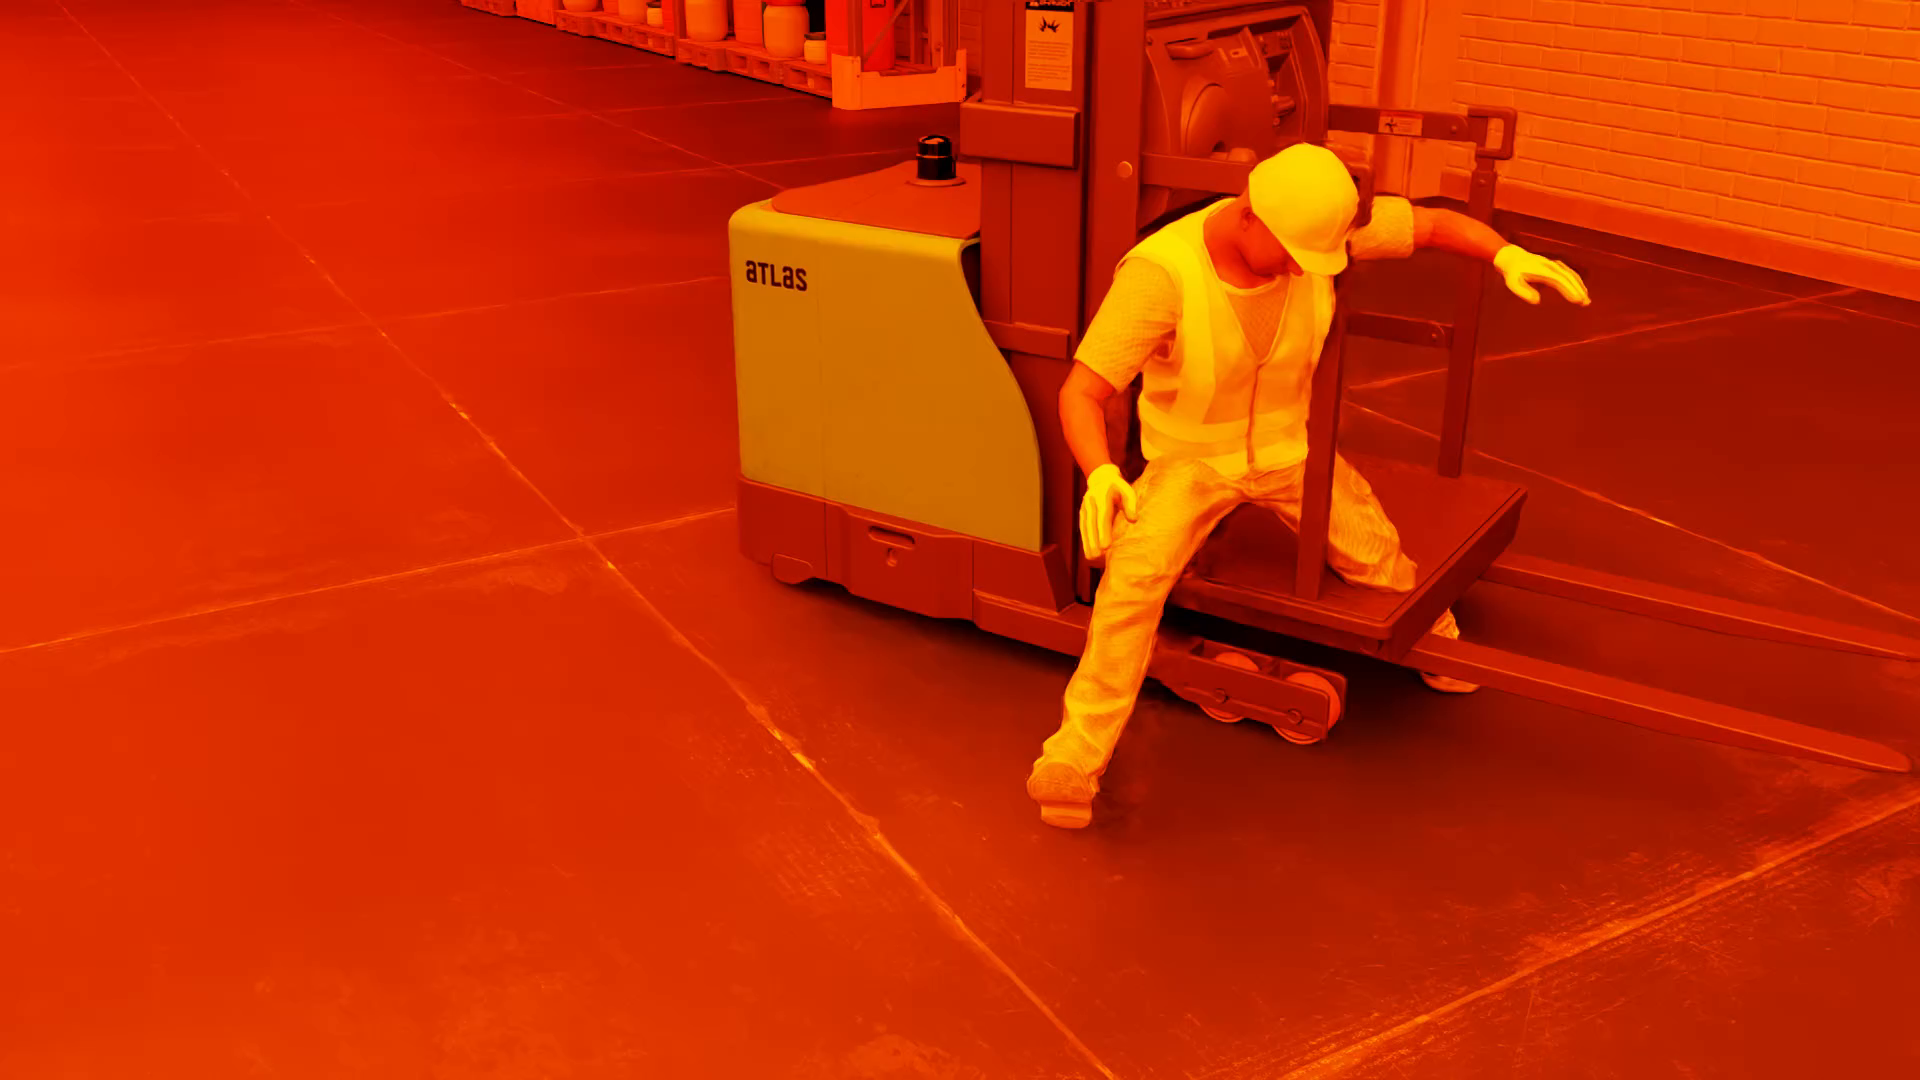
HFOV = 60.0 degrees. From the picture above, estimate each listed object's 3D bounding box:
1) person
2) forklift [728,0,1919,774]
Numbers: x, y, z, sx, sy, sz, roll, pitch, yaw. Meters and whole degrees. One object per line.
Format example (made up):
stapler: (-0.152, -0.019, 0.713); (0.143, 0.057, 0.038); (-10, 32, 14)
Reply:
person: (0.707, -0.168, 3.637); (1.276, 1.412, 0.886); (-3, 23, -8)
forklift: (0.862, -1.101, 3.956); (3.031, 2.935, 1.130); (14, 26, 31)
